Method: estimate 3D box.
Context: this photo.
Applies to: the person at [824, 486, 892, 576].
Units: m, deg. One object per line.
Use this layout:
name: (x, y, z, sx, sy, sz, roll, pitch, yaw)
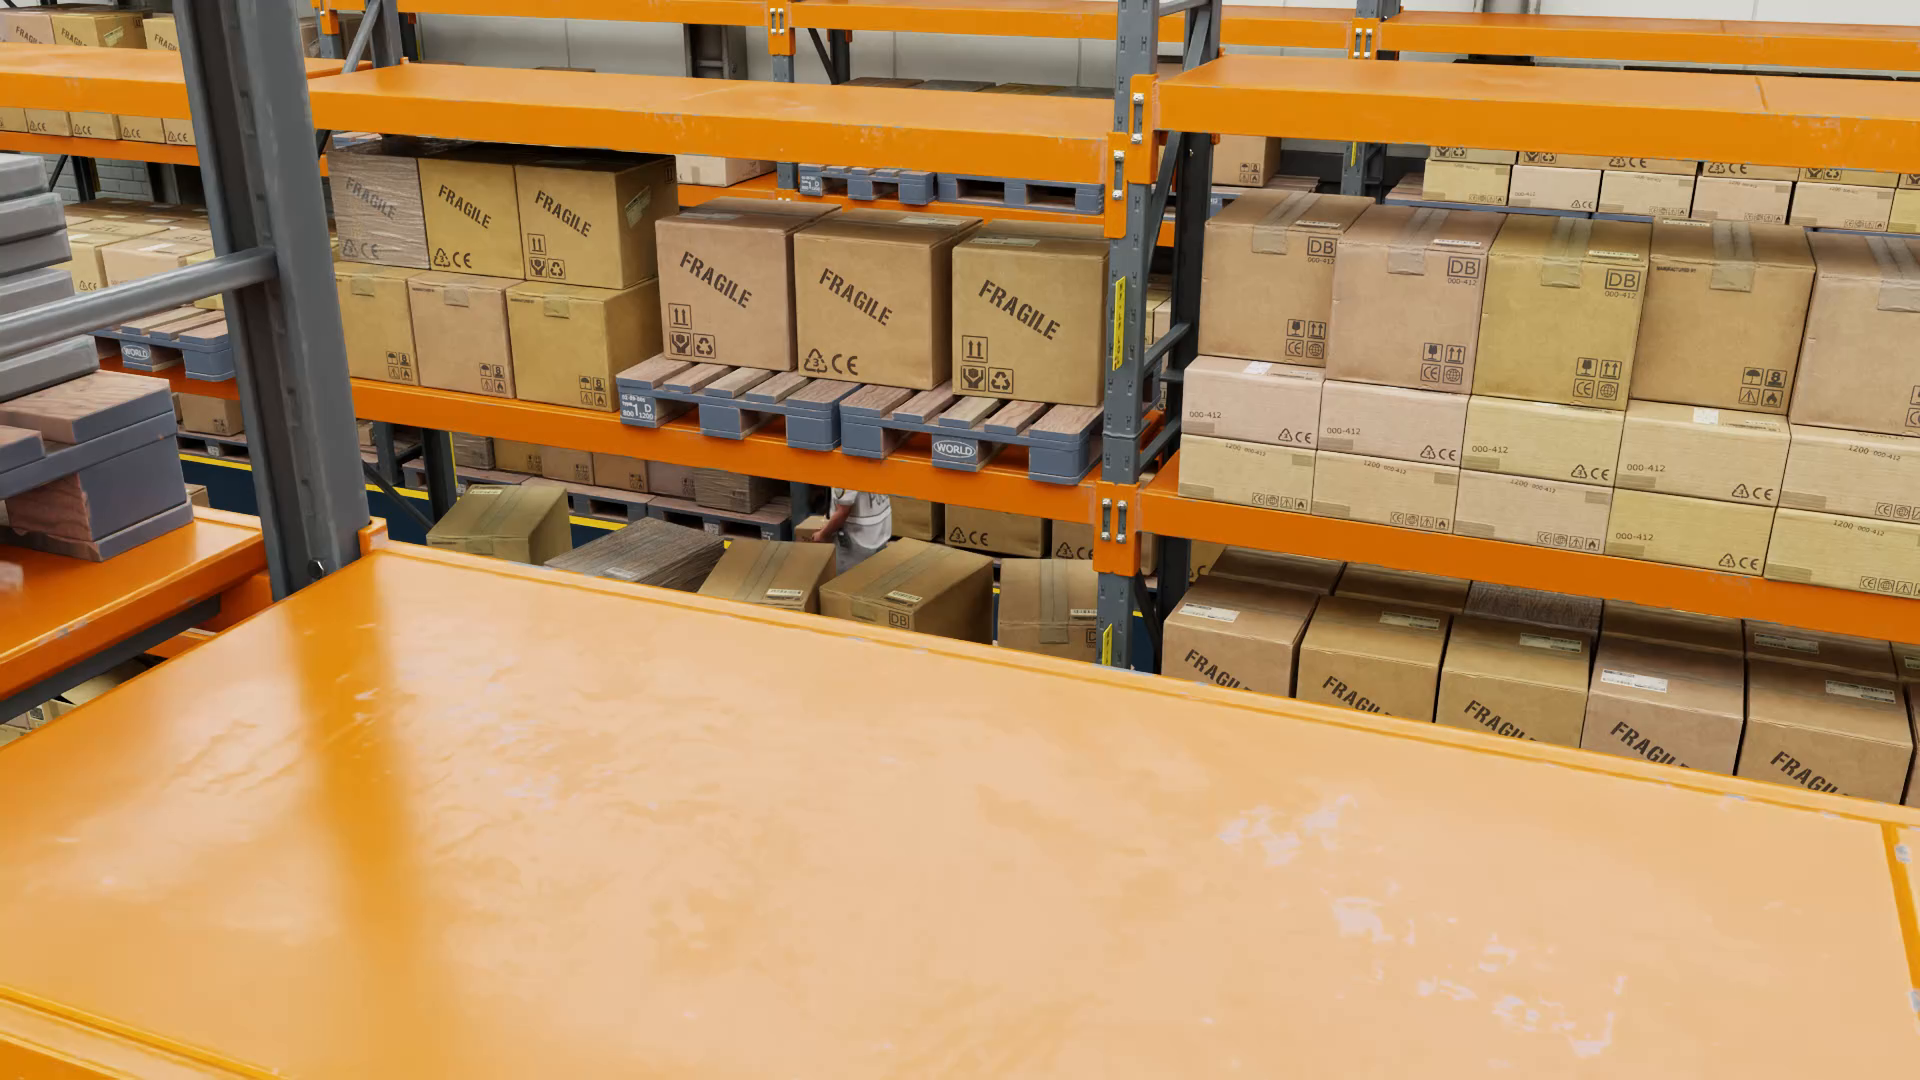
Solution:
person: (-0.688, -0.021, 10.972, 0.435, 1.748, 0.589, 8, 24, 20)
